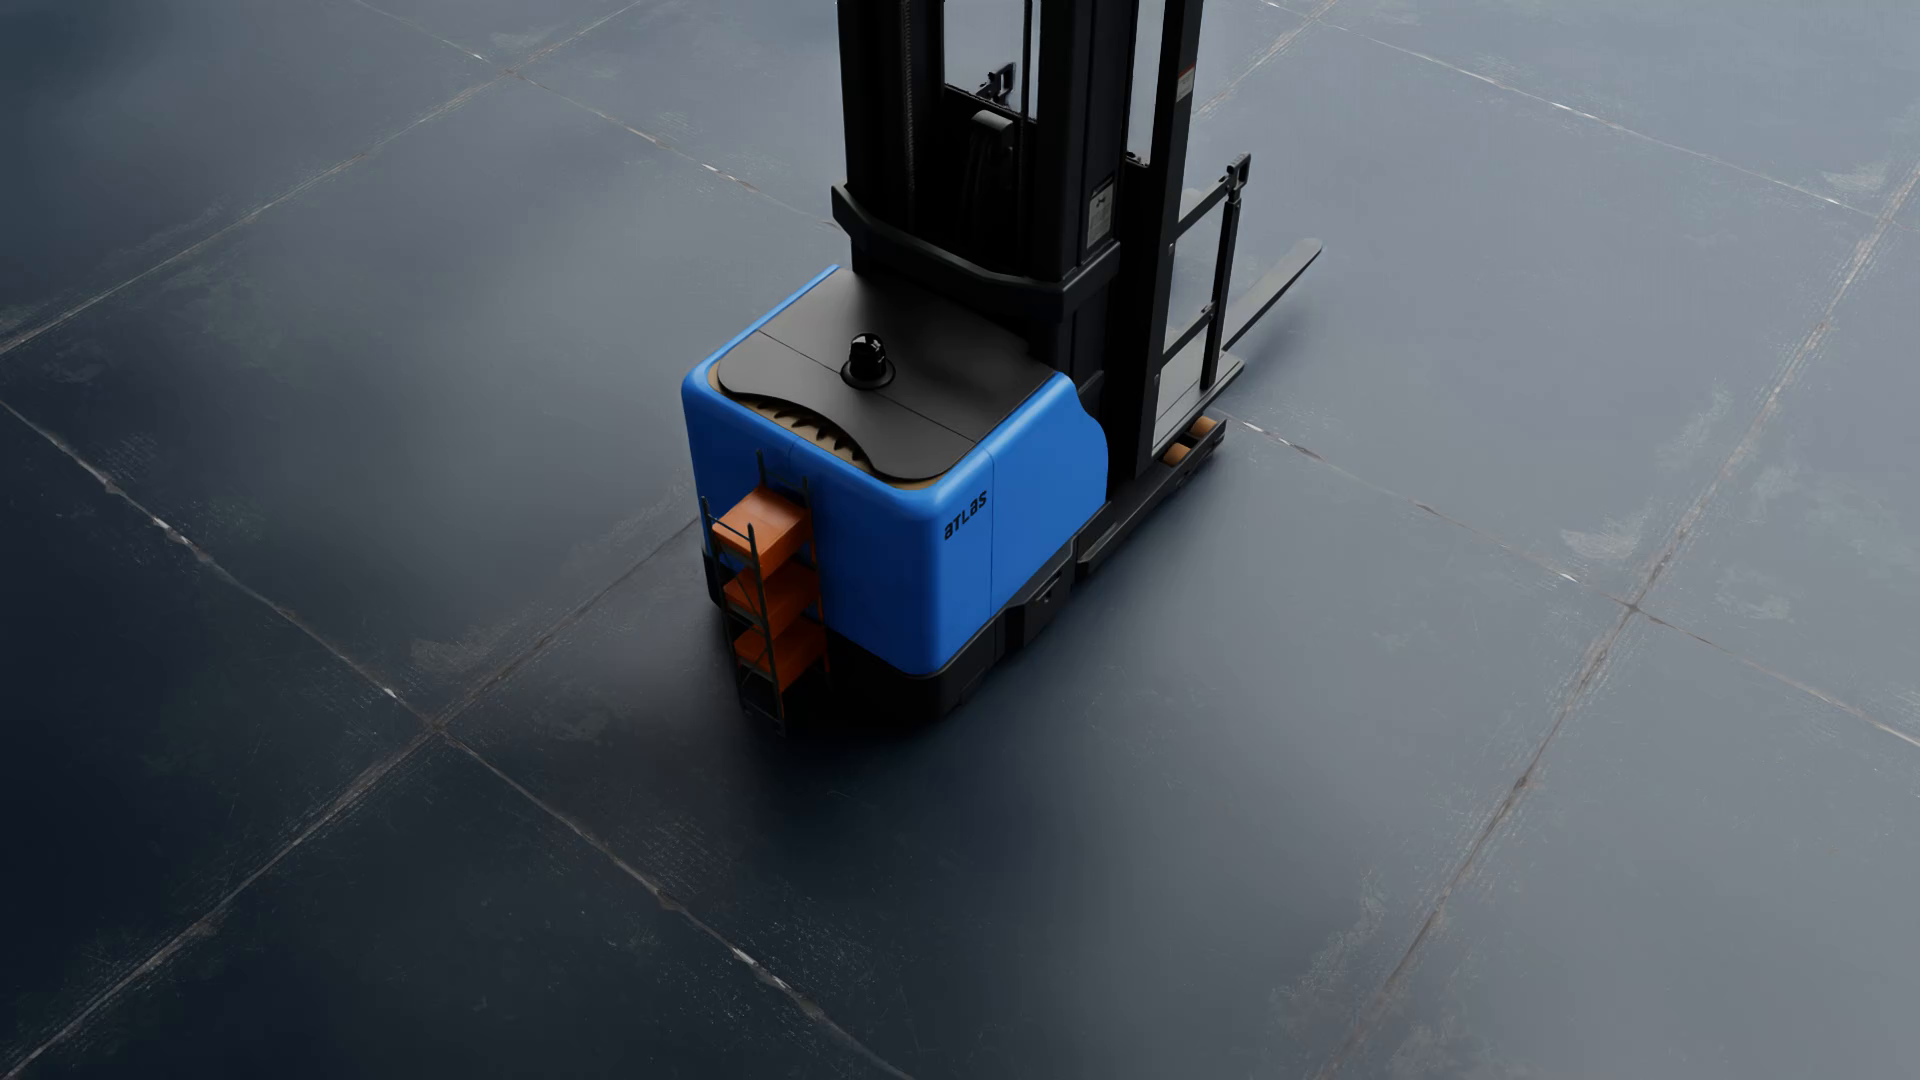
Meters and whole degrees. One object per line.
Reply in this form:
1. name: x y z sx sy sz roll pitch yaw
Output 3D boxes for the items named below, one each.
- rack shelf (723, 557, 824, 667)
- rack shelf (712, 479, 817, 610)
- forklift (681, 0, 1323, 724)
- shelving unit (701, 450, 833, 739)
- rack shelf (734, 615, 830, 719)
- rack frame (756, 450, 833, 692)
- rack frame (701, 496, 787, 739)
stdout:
1. rack shelf: -0.602 0.205 5.338 0.215 0.259 0.240 29 54 25
2. rack shelf: -0.606 0.013 5.129 0.215 0.259 0.240 29 54 25
3. forklift: 0.386 -1.417 5.577 1.130 2.935 3.031 29 53 25
4. shelving unit: -0.602 0.198 5.330 0.215 1.050 0.252 29 54 25
5. rack shelf: -0.597 0.392 5.543 0.215 0.259 0.240 29 54 25
6. rack frame: -0.528 0.125 5.395 0.200 1.050 0.008 29 54 25
7. rack frame: -0.675 0.270 5.266 0.200 1.050 0.008 29 54 25
